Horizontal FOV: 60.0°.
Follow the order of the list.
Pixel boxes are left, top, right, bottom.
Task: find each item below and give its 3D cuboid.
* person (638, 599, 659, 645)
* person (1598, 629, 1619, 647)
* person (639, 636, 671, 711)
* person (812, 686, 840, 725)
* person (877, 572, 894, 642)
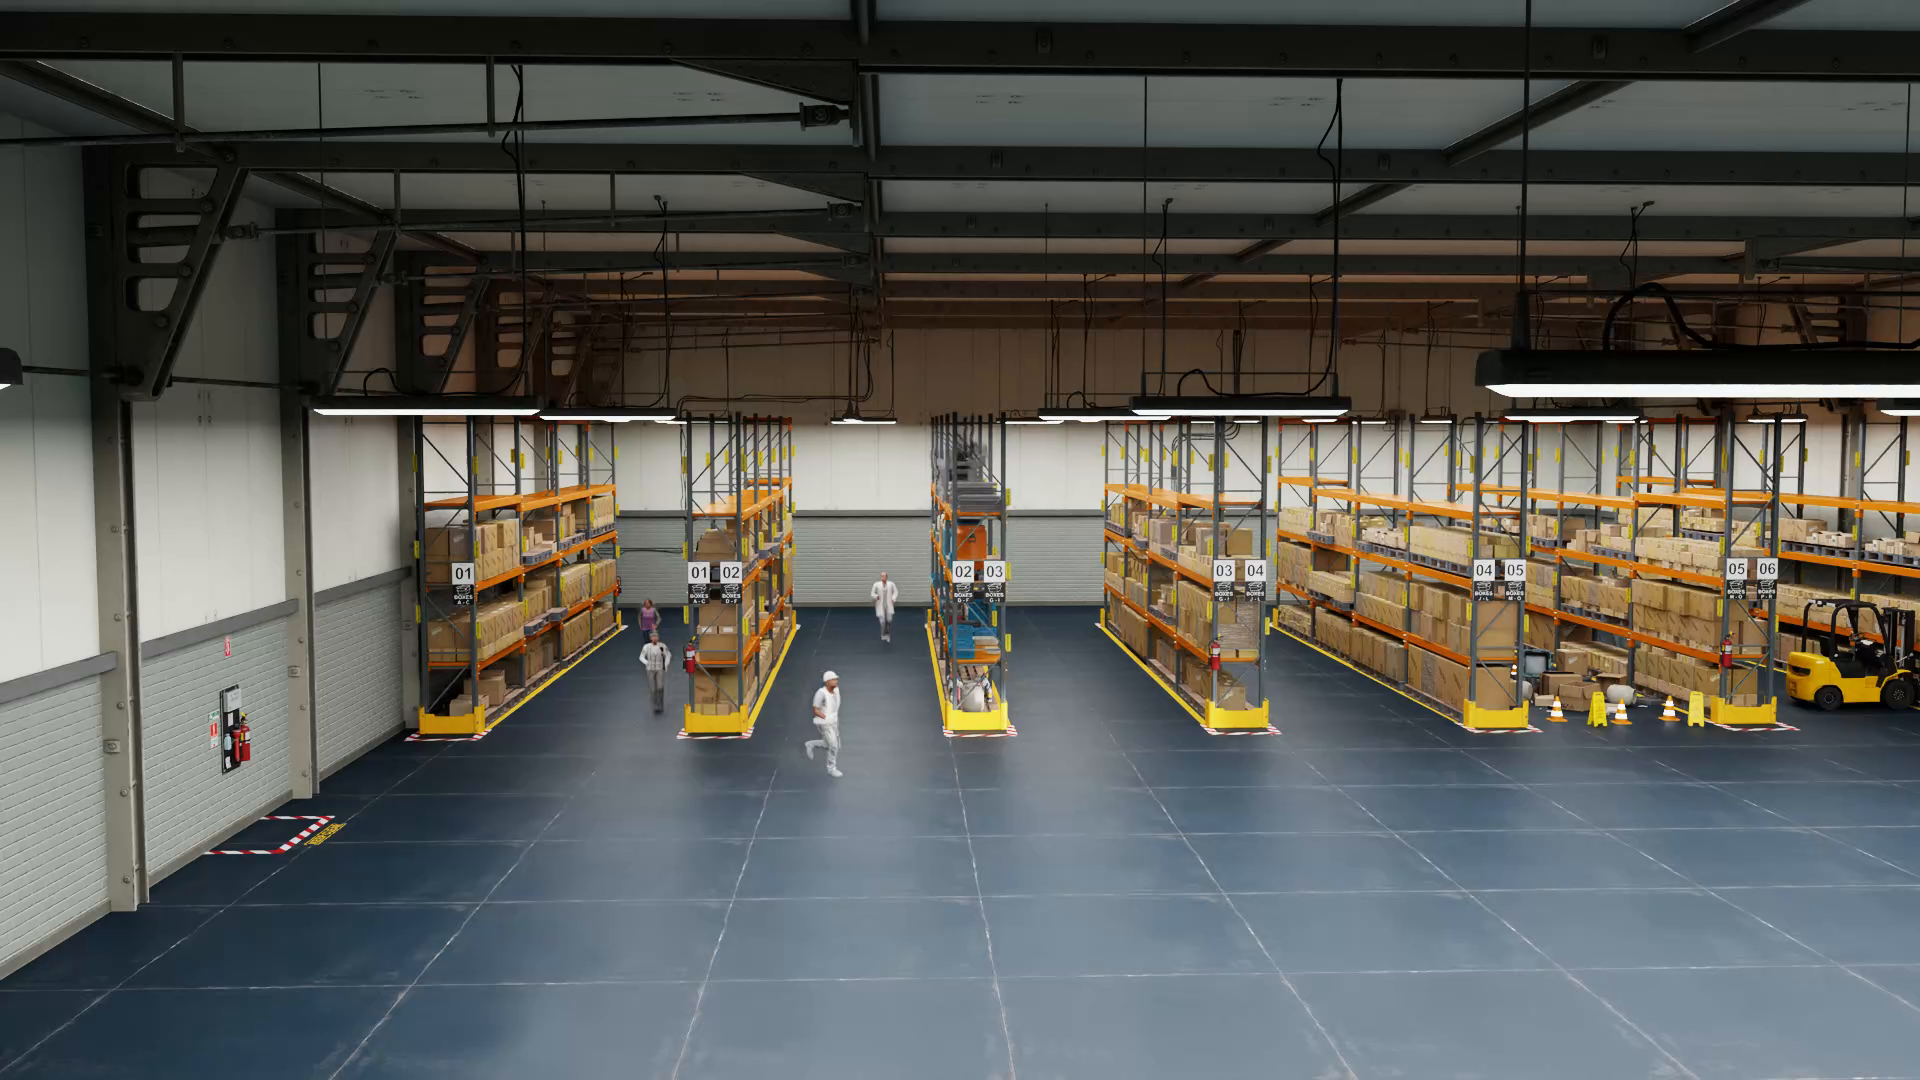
[{"bbox_3d":[-7.578,2.200,40.493,0.529,1.576,0.695,0,4,-4],"label":"person"},{"bbox_3d":[16.370,1.905,41.901,0.677,1.667,0.734,-1,4,-8],"label":"person"},{"bbox_3d":[-6.104,2.645,33.299,0.618,1.607,0.597,-1,4,-9],"label":"person"},{"bbox_3d":[-2.197,2.698,27.335,0.395,0.639,0.676,2,4,25],"label":"person"},{"bbox_3d":[-1.903,1.716,42.231,0.660,1.796,0.625,0,4,-7],"label":"person"}]
